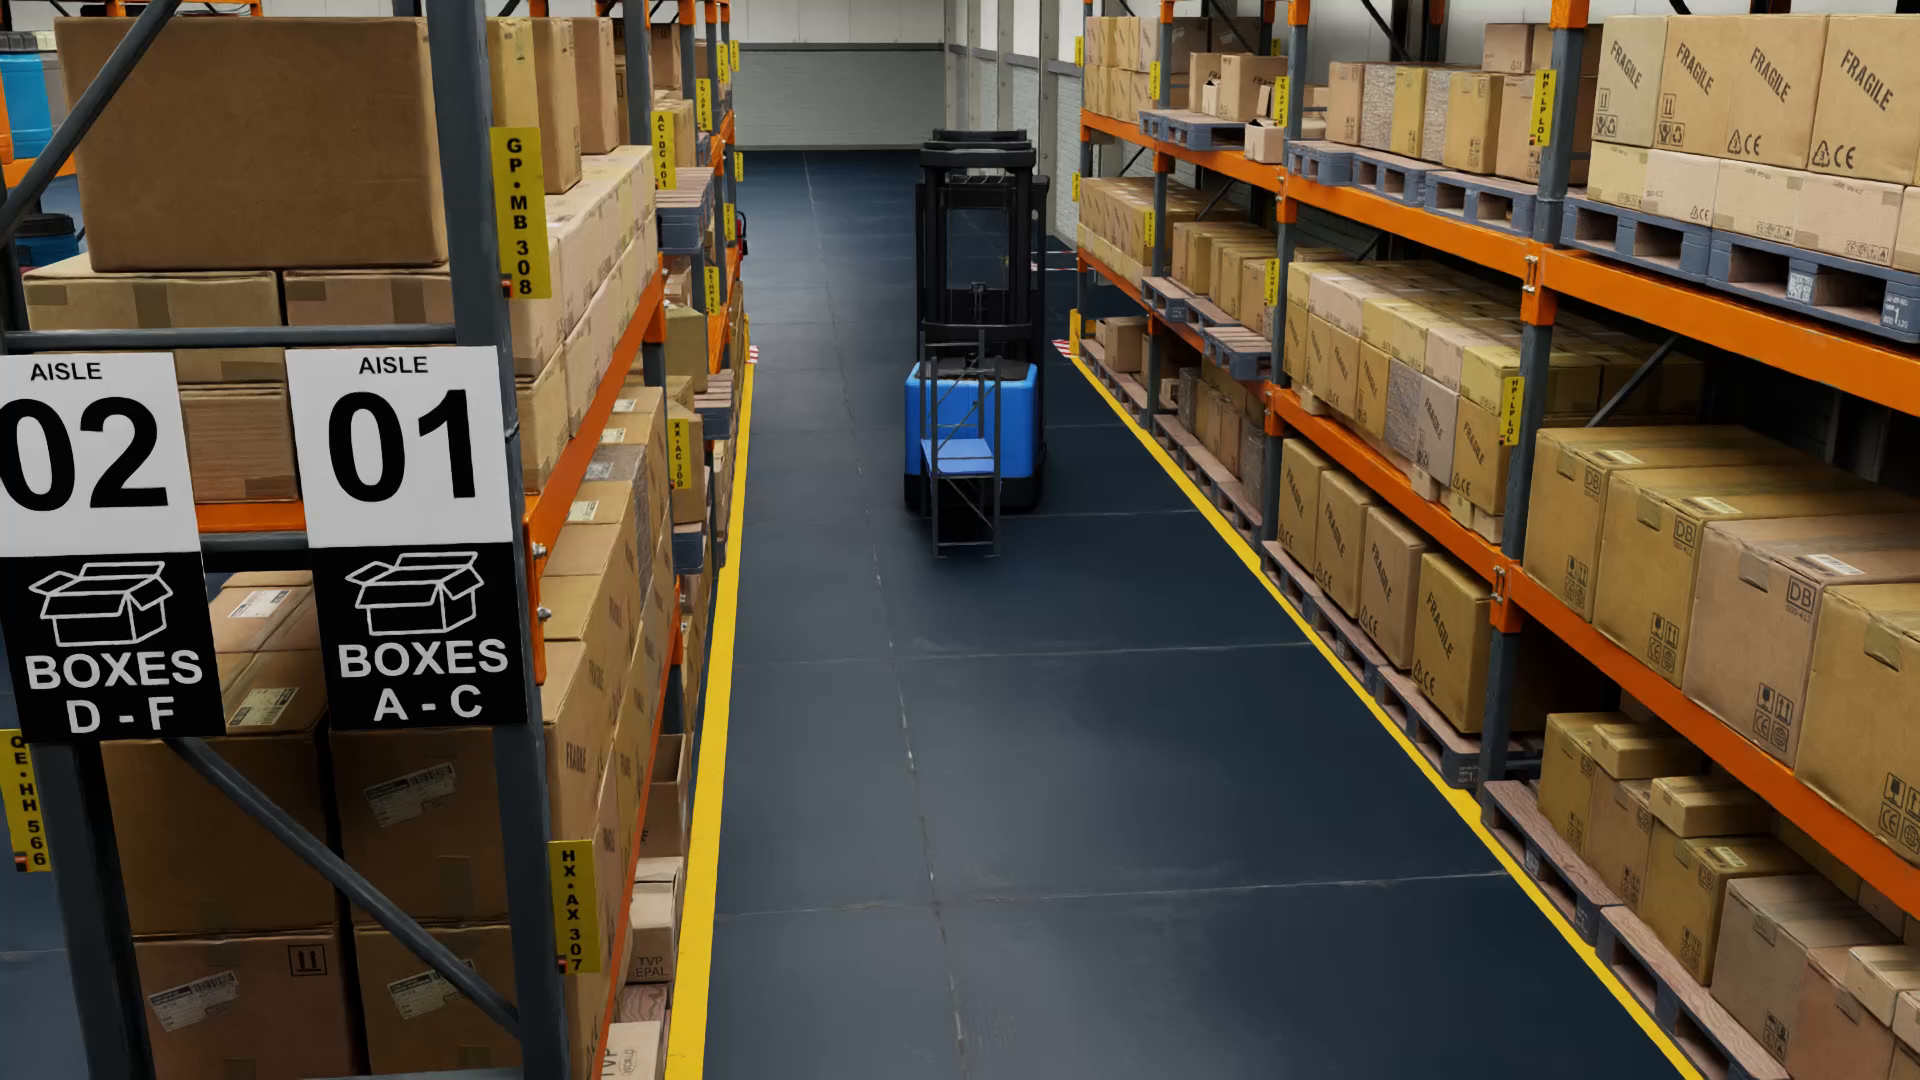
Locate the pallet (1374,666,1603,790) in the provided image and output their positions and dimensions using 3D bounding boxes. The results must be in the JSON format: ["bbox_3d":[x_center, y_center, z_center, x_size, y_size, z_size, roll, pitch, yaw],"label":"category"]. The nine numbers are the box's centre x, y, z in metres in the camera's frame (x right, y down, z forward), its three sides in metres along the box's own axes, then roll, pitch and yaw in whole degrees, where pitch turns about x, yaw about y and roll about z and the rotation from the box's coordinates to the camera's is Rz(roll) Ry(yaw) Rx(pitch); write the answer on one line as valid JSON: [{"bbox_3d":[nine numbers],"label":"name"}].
[{"bbox_3d":[2.972,0.995,9.156,1.003,0.211,1.213,-2,18,-6],"label":"pallet"}]

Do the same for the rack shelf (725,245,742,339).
[{"bbox_3d":[-2.832,-2.590,17.121,1.077,0.370,4.000,-2,18,-6],"label":"rack shelf"}]

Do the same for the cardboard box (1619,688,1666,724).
[{"bbox_3d":[3.284,0.751,7.666,0.380,0.149,0.250,-2,18,-6],"label":"cardboard box"}]

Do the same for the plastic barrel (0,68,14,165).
[{"bbox_3d":[-7.076,-3.076,11.743,0.600,0.830,0.708,-2,18,-6],"label":"plastic barrel"}]

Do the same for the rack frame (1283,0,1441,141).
[{"bbox_3d":[2.714,-4.162,10.911,1.000,3.000,0.127,-2,18,-6],"label":"rack frame"}]

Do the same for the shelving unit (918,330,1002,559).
[{"bbox_3d":[-0.009,-0.741,12.533,0.538,1.500,1.048,-2,18,-6],"label":"shelving unit"}]

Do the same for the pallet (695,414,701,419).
[{"bbox_3d":[-2.008,-0.475,9.503,1.003,0.211,1.213,-2,18,-6],"label":"pallet"}]

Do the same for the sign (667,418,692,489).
[{"bbox_3d":[-1.261,-0.386,7.454,0.100,0.325,0.005,-2,18,-6],"label":"sign"}]

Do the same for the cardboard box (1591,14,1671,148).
[{"bbox_3d":[2.921,-1.853,6.693,0.500,0.500,0.500,-2,18,-6],"label":"cardboard box"}]

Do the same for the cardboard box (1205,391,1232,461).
[{"bbox_3d":[2.510,-0.985,14.244,0.700,0.500,0.500,-2,17,-5],"label":"cardboard box"}]

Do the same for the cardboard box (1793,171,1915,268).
[{"bbox_3d":[3.086,-1.044,5.369,0.500,0.250,0.500,-2,18,-7],"label":"cardboard box"}]

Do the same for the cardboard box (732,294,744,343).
[{"bbox_3d":[-2.569,-2.327,17.720,0.500,0.500,0.500,-2,18,-6],"label":"cardboard box"}]

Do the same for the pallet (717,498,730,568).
[{"bbox_3d":[-2.259,-0.062,12.522,1.003,0.211,1.213,-2,18,-6],"label":"pallet"}]

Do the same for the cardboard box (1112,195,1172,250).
[{"bbox_3d":[1.847,-3.218,16.883,0.500,0.500,0.500,-2,18,-7],"label":"cardboard box"}]

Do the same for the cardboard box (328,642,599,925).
[{"bbox_3d":[-1.171,0.573,4.009,0.500,0.500,0.500,-1,17,-4],"label":"cardboard box"}]

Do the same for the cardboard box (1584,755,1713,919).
[{"bbox_3d":[3.150,1.260,7.129,0.700,0.500,0.500,-2,18,-6],"label":"cardboard box"}]

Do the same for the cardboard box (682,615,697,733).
[{"bbox_3d":[-1.674,0.718,8.820,0.500,0.500,0.500,-2,17,-5],"label":"cardboard box"}]

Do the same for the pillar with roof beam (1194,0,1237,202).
[{"bbox_3d":[-1.461,-6.231,17.501,9.100,9.000,0.400,-2,18,-6],"label":"pillar with roof beam"}]

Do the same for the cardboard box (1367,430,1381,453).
[{"bbox_3d":[2.687,-0.628,10.055,0.380,0.149,0.250,-2,18,-5],"label":"cardboard box"}]

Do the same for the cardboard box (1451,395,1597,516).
[{"bbox_3d":[2.828,-0.437,8.365,0.500,0.500,0.500,-2,18,-7],"label":"cardboard box"}]

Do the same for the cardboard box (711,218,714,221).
[{"bbox_3d":[-2.543,-3.010,16.008,0.380,0.149,0.250,-2,18,-6],"label":"cardboard box"}]

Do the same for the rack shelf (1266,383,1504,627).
[{"bbox_3d":[2.920,-0.361,10.020,1.077,0.370,4.000,-2,18,-6],"label":"rack shelf"}]

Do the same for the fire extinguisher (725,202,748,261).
[{"bbox_3d":[-2.588,-3.542,19.080,0.296,0.674,0.183,-2,18,-6],"label":"fire extinguisher"}]

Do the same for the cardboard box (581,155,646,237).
[{"bbox_3d":[-1.432,-1.267,6.112,0.500,0.250,0.500,-2,18,-6],"label":"cardboard box"}]

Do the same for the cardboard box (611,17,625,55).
[{"bbox_3d":[-2.069,-2.668,9.322,0.500,0.500,0.500,-2,18,-6],"label":"cardboard box"}]

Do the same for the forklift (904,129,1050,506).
[{"bbox_3d":[0.198,-2.060,14.346,1.130,2.935,3.031,2,17,5],"label":"forklift"}]

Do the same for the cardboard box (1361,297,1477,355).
[{"bbox_3d":[2.675,-1.253,9.711,0.500,0.250,0.500,-2,18,-7],"label":"cardboard box"}]

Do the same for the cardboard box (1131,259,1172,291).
[{"bbox_3d":[1.951,-2.561,16.045,0.500,0.250,0.500,-2,18,-6],"label":"cardboard box"}]

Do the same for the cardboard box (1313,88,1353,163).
[{"bbox_3d":[2.869,-3.010,12.049,0.500,0.500,0.500,-2,18,-6],"label":"cardboard box"}]

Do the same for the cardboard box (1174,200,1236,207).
[{"bbox_3d":[2.411,-3.088,16.471,0.500,0.500,0.500,-2,18,-6],"label":"cardboard box"}]

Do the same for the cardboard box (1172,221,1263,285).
[{"bbox_3d":[2.320,-2.597,15.039,0.700,0.500,0.500,-2,18,-5],"label":"cardboard box"}]

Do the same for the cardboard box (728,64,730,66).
[{"bbox_3d":[-2.657,-4.821,17.333,0.500,0.250,0.500,-2,18,-6],"label":"cardboard box"}]

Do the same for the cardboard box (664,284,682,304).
[{"bbox_3d":[-2.402,-1.693,12.895,0.500,0.500,0.500,-3,18,-9],"label":"cardboard box"}]

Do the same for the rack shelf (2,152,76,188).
[{"bbox_3d":[-7.346,-2.678,12.391,1.077,0.370,4.000,-2,18,-6],"label":"rack shelf"}]

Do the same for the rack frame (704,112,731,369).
[{"bbox_3d":[-2.625,-2.338,15.115,1.000,3.000,0.127,-2,18,-6],"label":"rack frame"}]

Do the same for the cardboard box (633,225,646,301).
[{"bbox_3d":[-1.445,-1.028,6.185,0.500,0.250,0.500,-2,18,-6],"label":"cardboard box"}]

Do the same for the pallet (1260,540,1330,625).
[{"bbox_3d":[2.720,0.268,11.472,1.003,0.211,1.213,-2,18,-6],"label":"pallet"}]

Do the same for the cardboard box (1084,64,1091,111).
[{"bbox_3d":[1.675,-5.064,18.593,0.500,0.500,0.500,-1,17,-4],"label":"cardboard box"}]

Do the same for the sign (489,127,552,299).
[{"bbox_3d":[-0.848,-0.627,3.200,0.100,0.325,0.005,-2,18,-6],"label":"sign"}]

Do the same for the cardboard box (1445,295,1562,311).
[{"bbox_3d":[3.171,-1.271,9.768,0.500,0.250,0.500,-2,18,-7],"label":"cardboard box"}]

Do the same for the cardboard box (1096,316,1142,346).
[{"bbox_3d":[1.871,-2.402,19.073,0.500,0.311,0.500,-4,18,-12],"label":"cardboard box"}]

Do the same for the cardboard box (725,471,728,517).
[{"bbox_3d":[-2.027,-0.349,12.671,0.500,0.250,0.500,-2,18,-7],"label":"cardboard box"}]

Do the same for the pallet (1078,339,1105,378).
[{"bbox_3d":[1.945,-2.087,18.973,1.003,0.211,1.213,-2,18,-6],"label":"pallet"}]

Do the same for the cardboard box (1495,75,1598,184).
[{"bbox_3d":[3.145,-2.063,8.330,0.700,0.500,0.500,-3,18,-9],"label":"cardboard box"}]

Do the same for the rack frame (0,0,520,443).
[{"bbox_3d":[-1.388,-1.625,2.828,1.000,3.000,0.127,-2,18,-6],"label":"rack frame"}]

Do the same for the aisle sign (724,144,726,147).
[{"bbox_3d":[-2.753,-4.798,18.613,0.394,0.787,0.004,-2,18,-6],"label":"aisle sign"}]

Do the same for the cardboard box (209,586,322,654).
[{"bbox_3d":[-1.760,0.438,4.437,0.500,0.500,0.500,-1,17,-4],"label":"cardboard box"}]

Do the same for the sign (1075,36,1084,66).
[{"bbox_3d":[1.349,-5.515,18.768,0.100,0.325,0.005,-2,18,-6],"label":"sign"}]

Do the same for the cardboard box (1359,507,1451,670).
[{"bbox_3d":[2.836,0.263,9.720,0.750,0.750,0.750,-1,17,-4],"label":"cardboard box"}]

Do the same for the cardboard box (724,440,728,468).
[{"bbox_3d":[-2.088,-0.775,13.092,0.500,0.311,0.500,-2,18,-7],"label":"cardboard box"}]

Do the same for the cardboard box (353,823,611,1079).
[{"bbox_3d":[-1.171,1.050,4.159,0.500,0.500,0.500,-1,17,-4],"label":"cardboard box"}]
